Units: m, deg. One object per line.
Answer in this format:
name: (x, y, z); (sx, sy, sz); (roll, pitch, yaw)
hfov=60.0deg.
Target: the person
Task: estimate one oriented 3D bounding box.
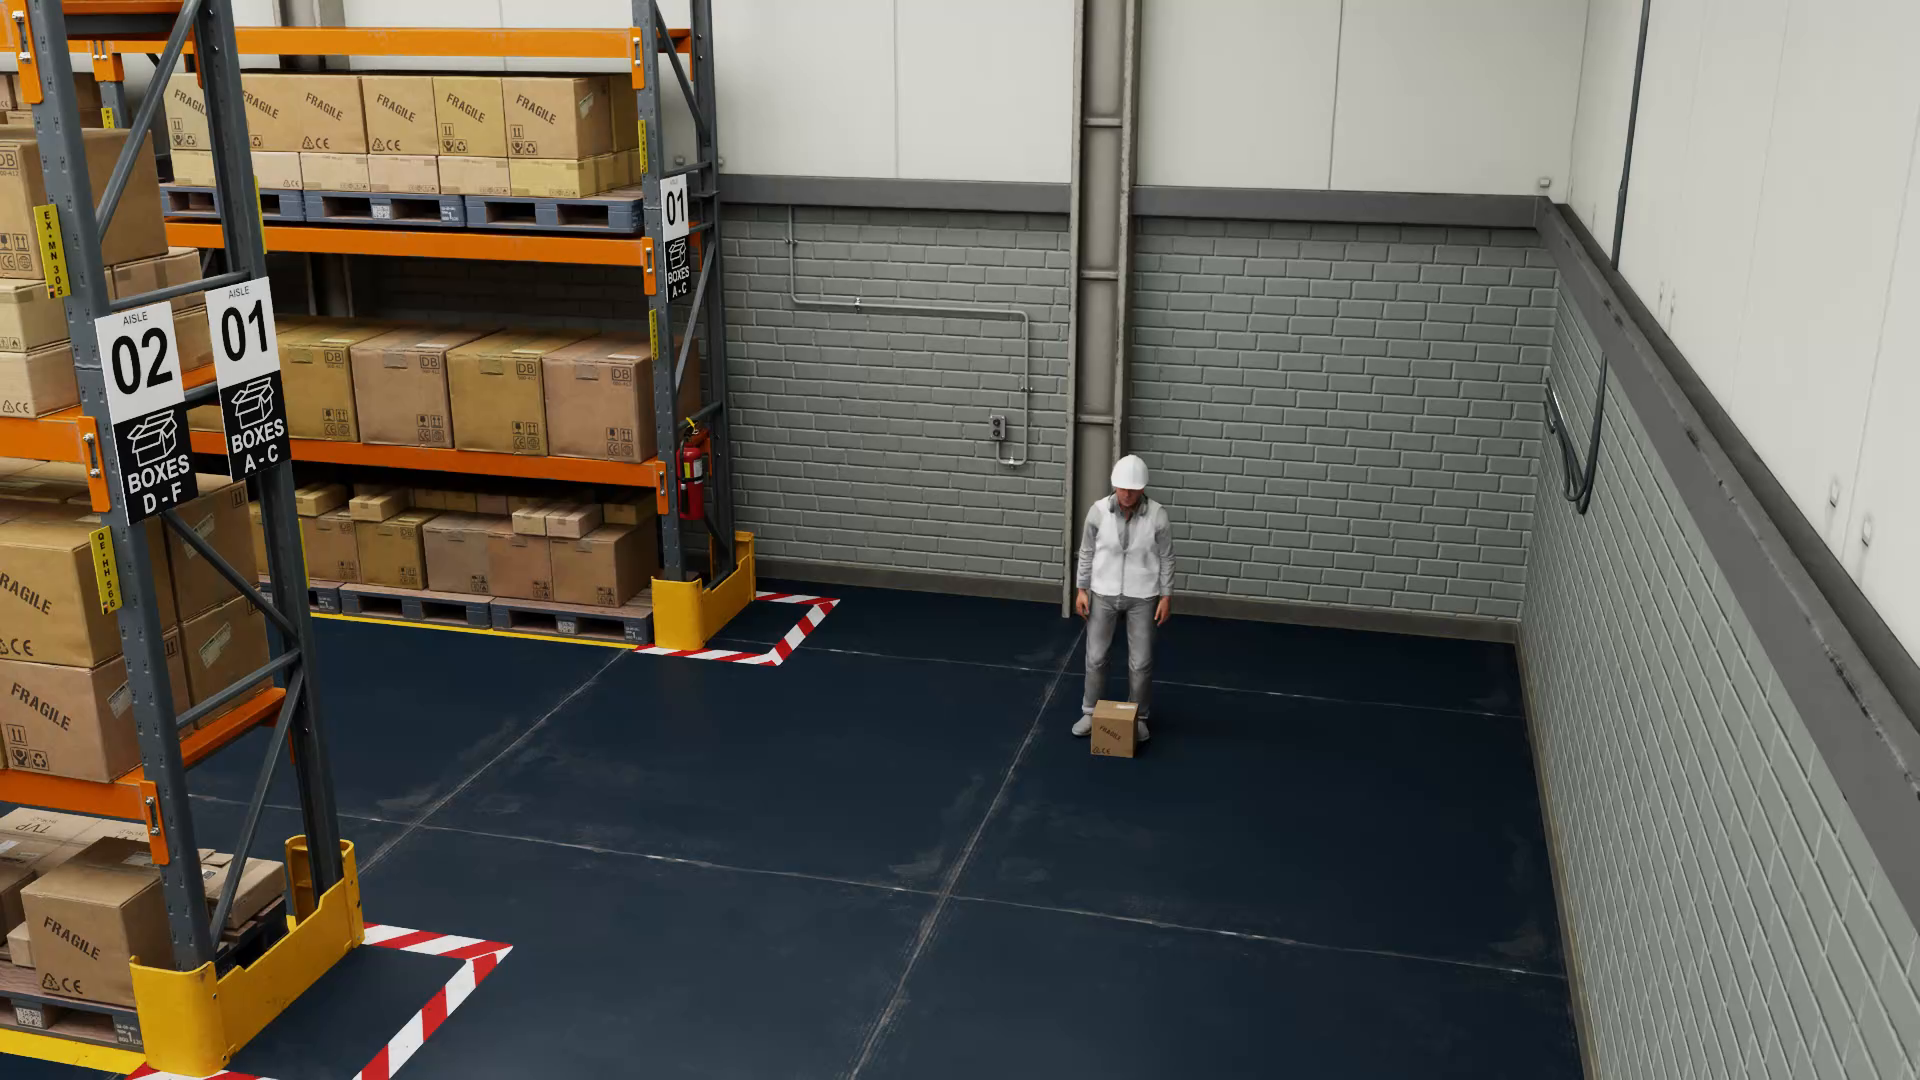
person: (0.984, 0.333, 9.996); (0.580, 1.772, 0.460); (5, 19, 14)
